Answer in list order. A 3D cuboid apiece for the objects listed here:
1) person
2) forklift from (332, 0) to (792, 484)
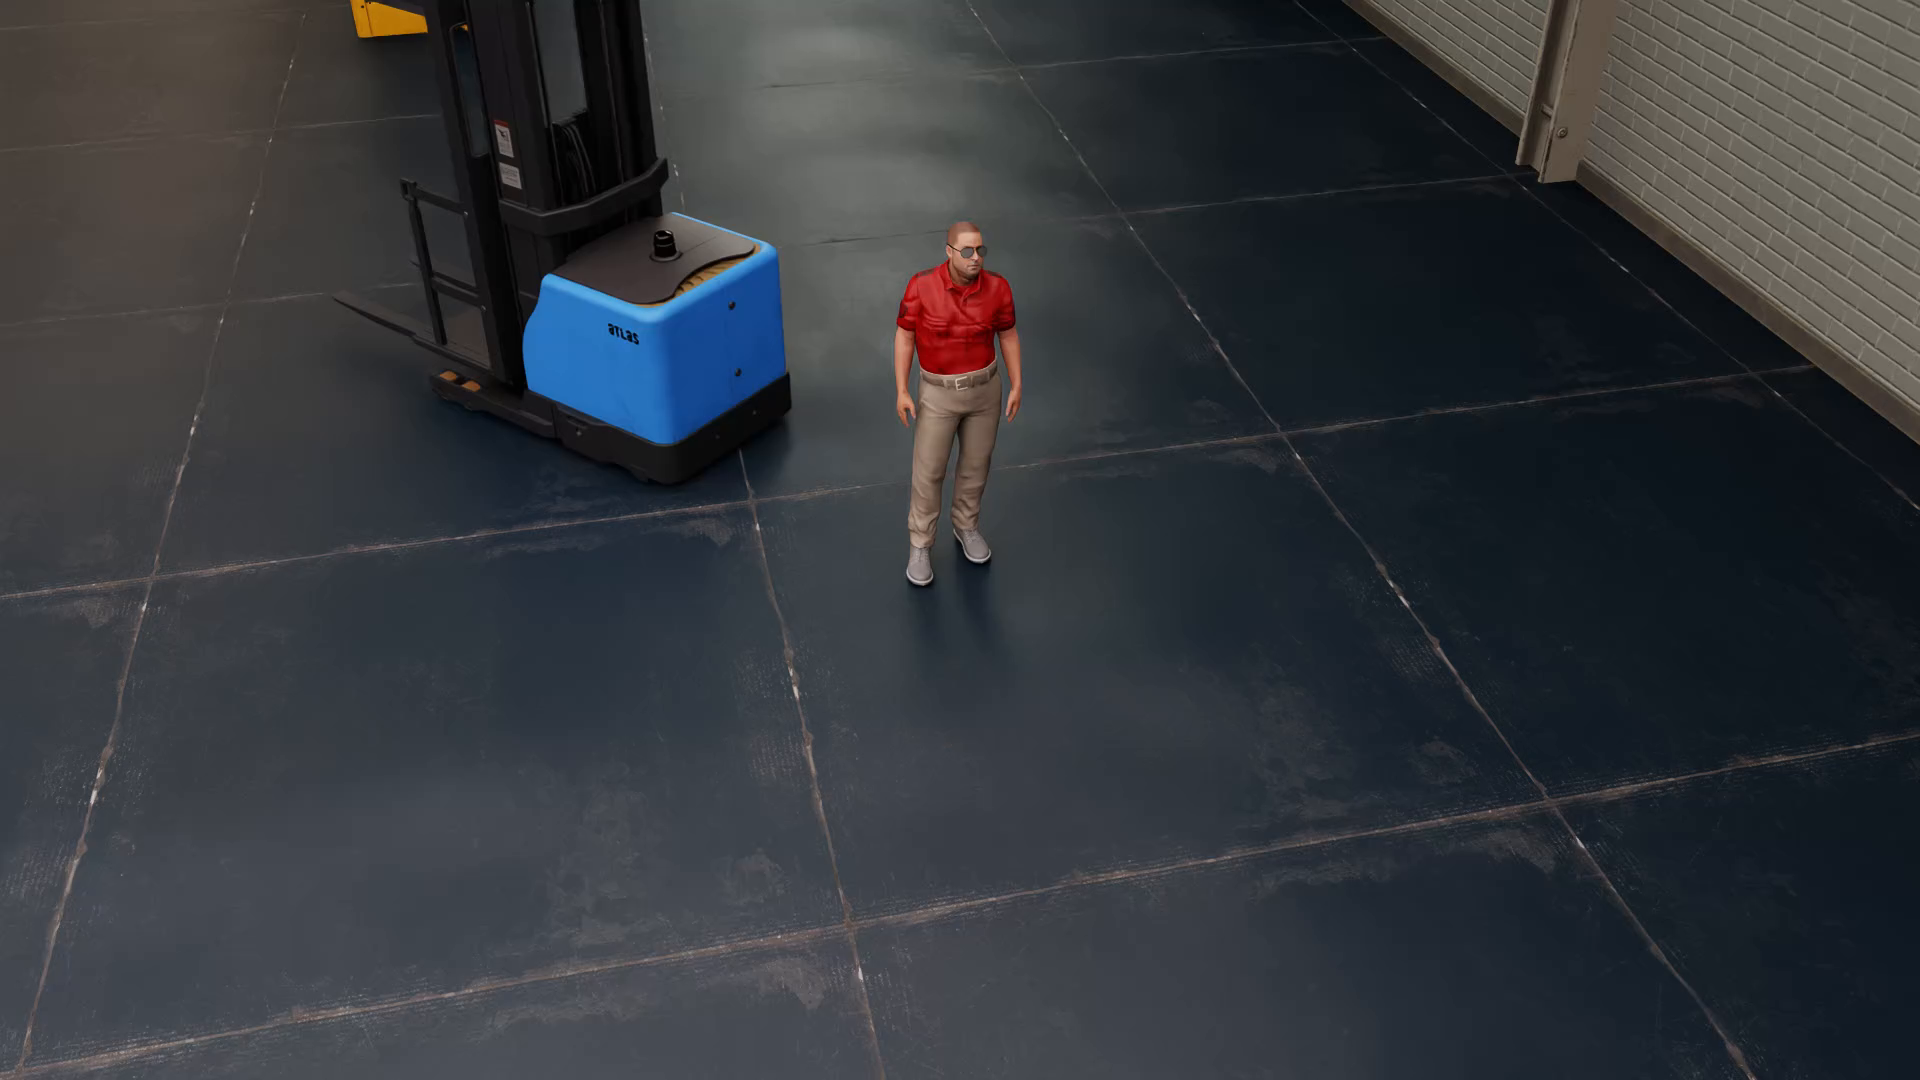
[{"bbox_3d":[0.008,-0.655,7.978,0.640,1.727,0.551,-8,36,-11],"label":"person"},{"bbox_3d":[-2.459,-2.166,9.060,3.031,2.935,1.130,22,41,28],"label":"forklift"}]
